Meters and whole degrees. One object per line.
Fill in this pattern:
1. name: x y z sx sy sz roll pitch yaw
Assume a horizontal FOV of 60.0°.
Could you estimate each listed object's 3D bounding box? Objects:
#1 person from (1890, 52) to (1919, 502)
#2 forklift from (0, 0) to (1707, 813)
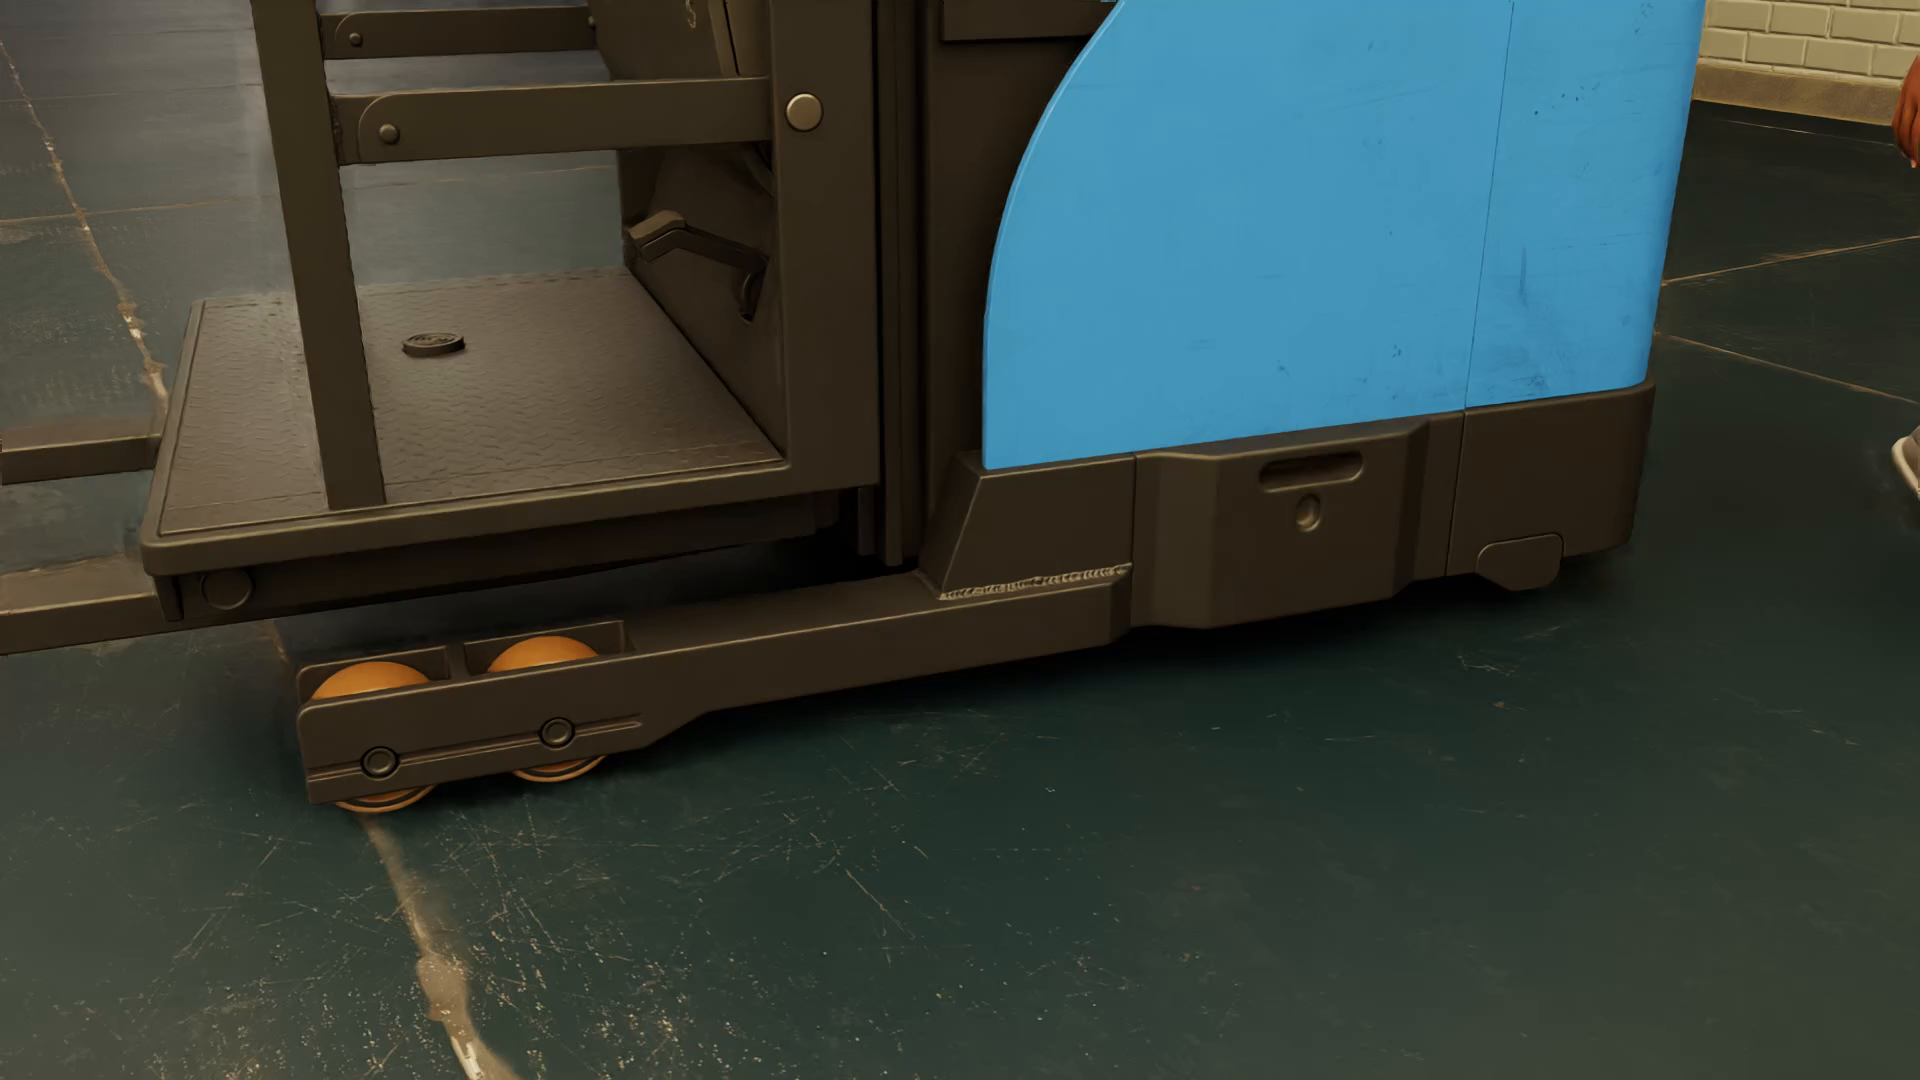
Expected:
1. person: 1.462 -0.580 2.045 0.694 1.583 0.857 -8 24 -19
2. forklift: -0.571 -1.274 1.878 3.031 2.935 1.130 -8 24 -19
